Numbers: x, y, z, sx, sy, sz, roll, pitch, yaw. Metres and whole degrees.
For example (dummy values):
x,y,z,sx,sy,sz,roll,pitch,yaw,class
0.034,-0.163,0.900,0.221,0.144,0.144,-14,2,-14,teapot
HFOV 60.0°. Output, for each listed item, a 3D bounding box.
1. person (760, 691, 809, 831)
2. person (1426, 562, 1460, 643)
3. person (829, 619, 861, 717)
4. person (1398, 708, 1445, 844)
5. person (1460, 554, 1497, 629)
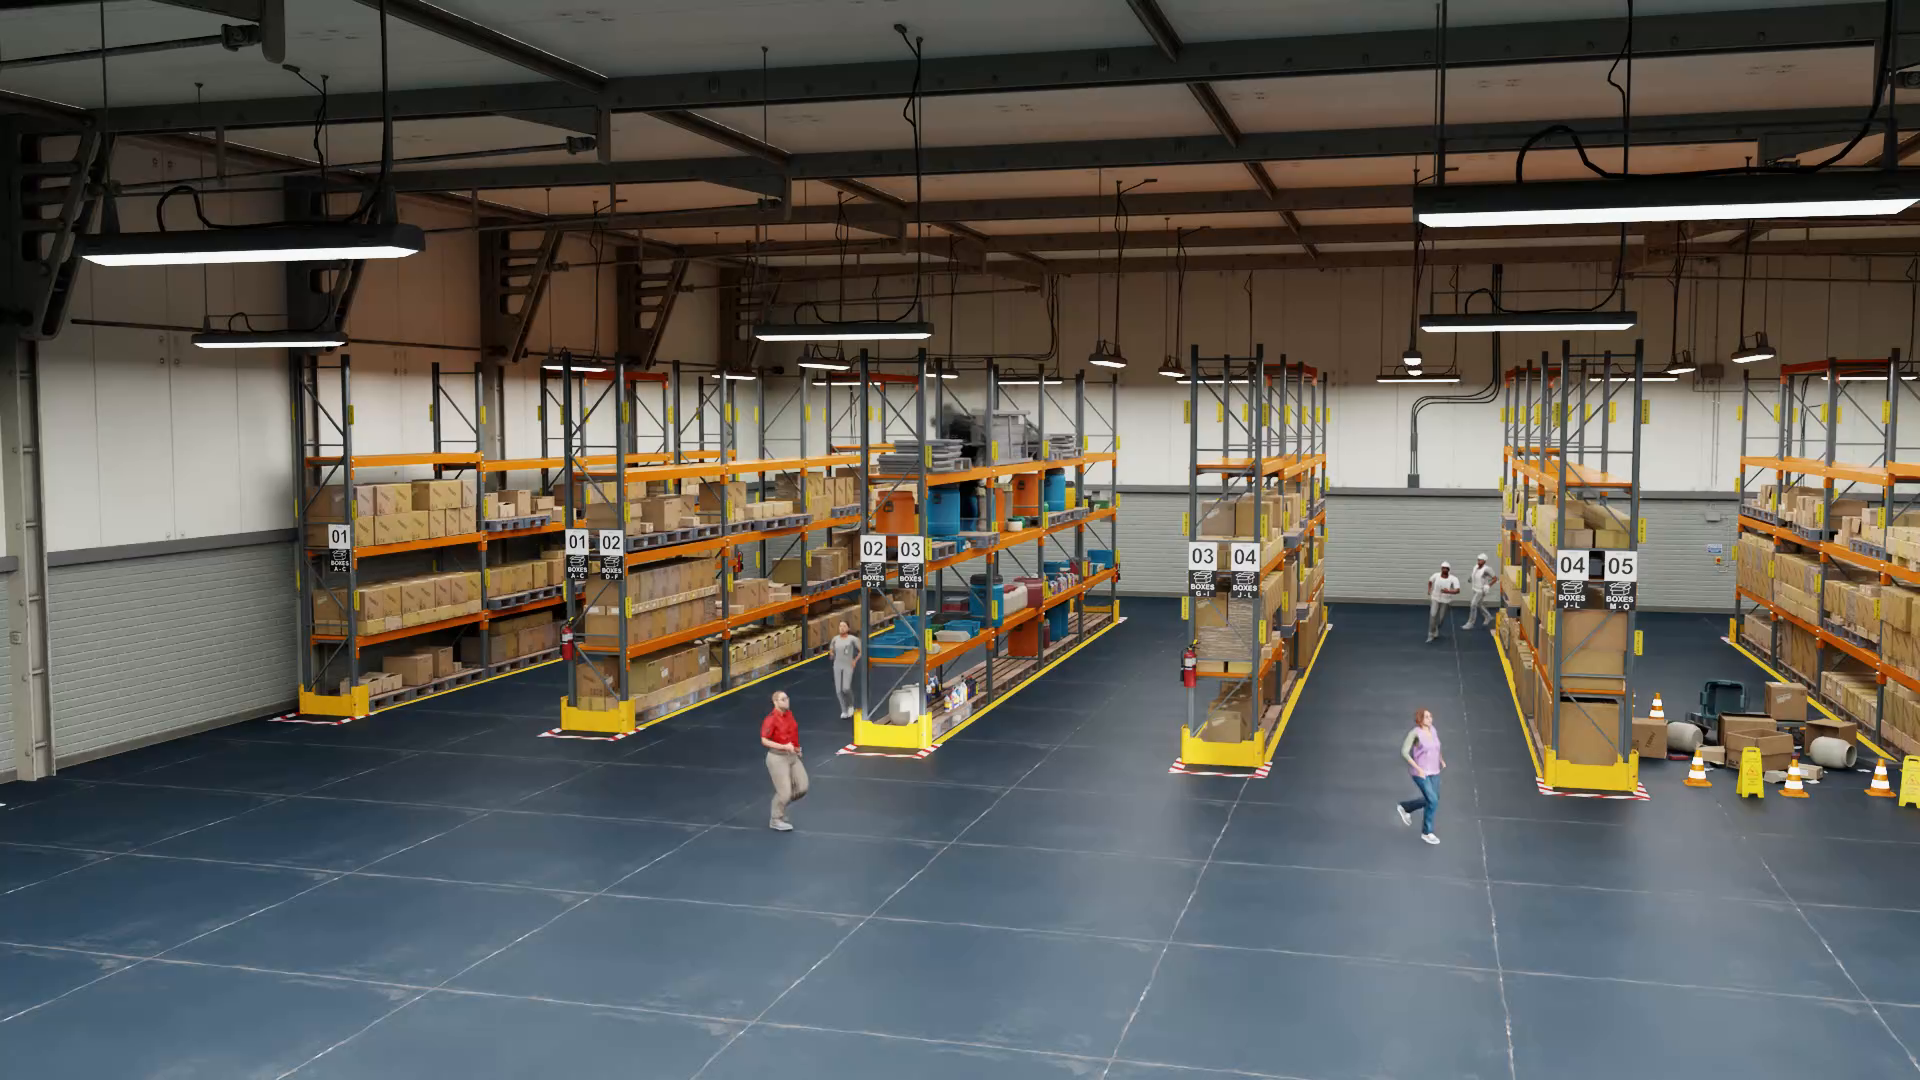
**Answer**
x,y,z,sx,sy,sz,roll,pitch,yaw,class
-2.074,2.655,20.021,0.578,1.679,0.653,3,5,32,person
10.732,1.369,36.915,0.718,1.782,0.891,2,5,24,person
-1.917,2.125,27.336,0.553,1.628,0.558,1,4,14,person
5.438,2.758,19.643,0.535,1.582,0.624,-3,5,-33,person
12.165,1.201,38.785,0.901,1.774,0.715,-1,4,-14,person
